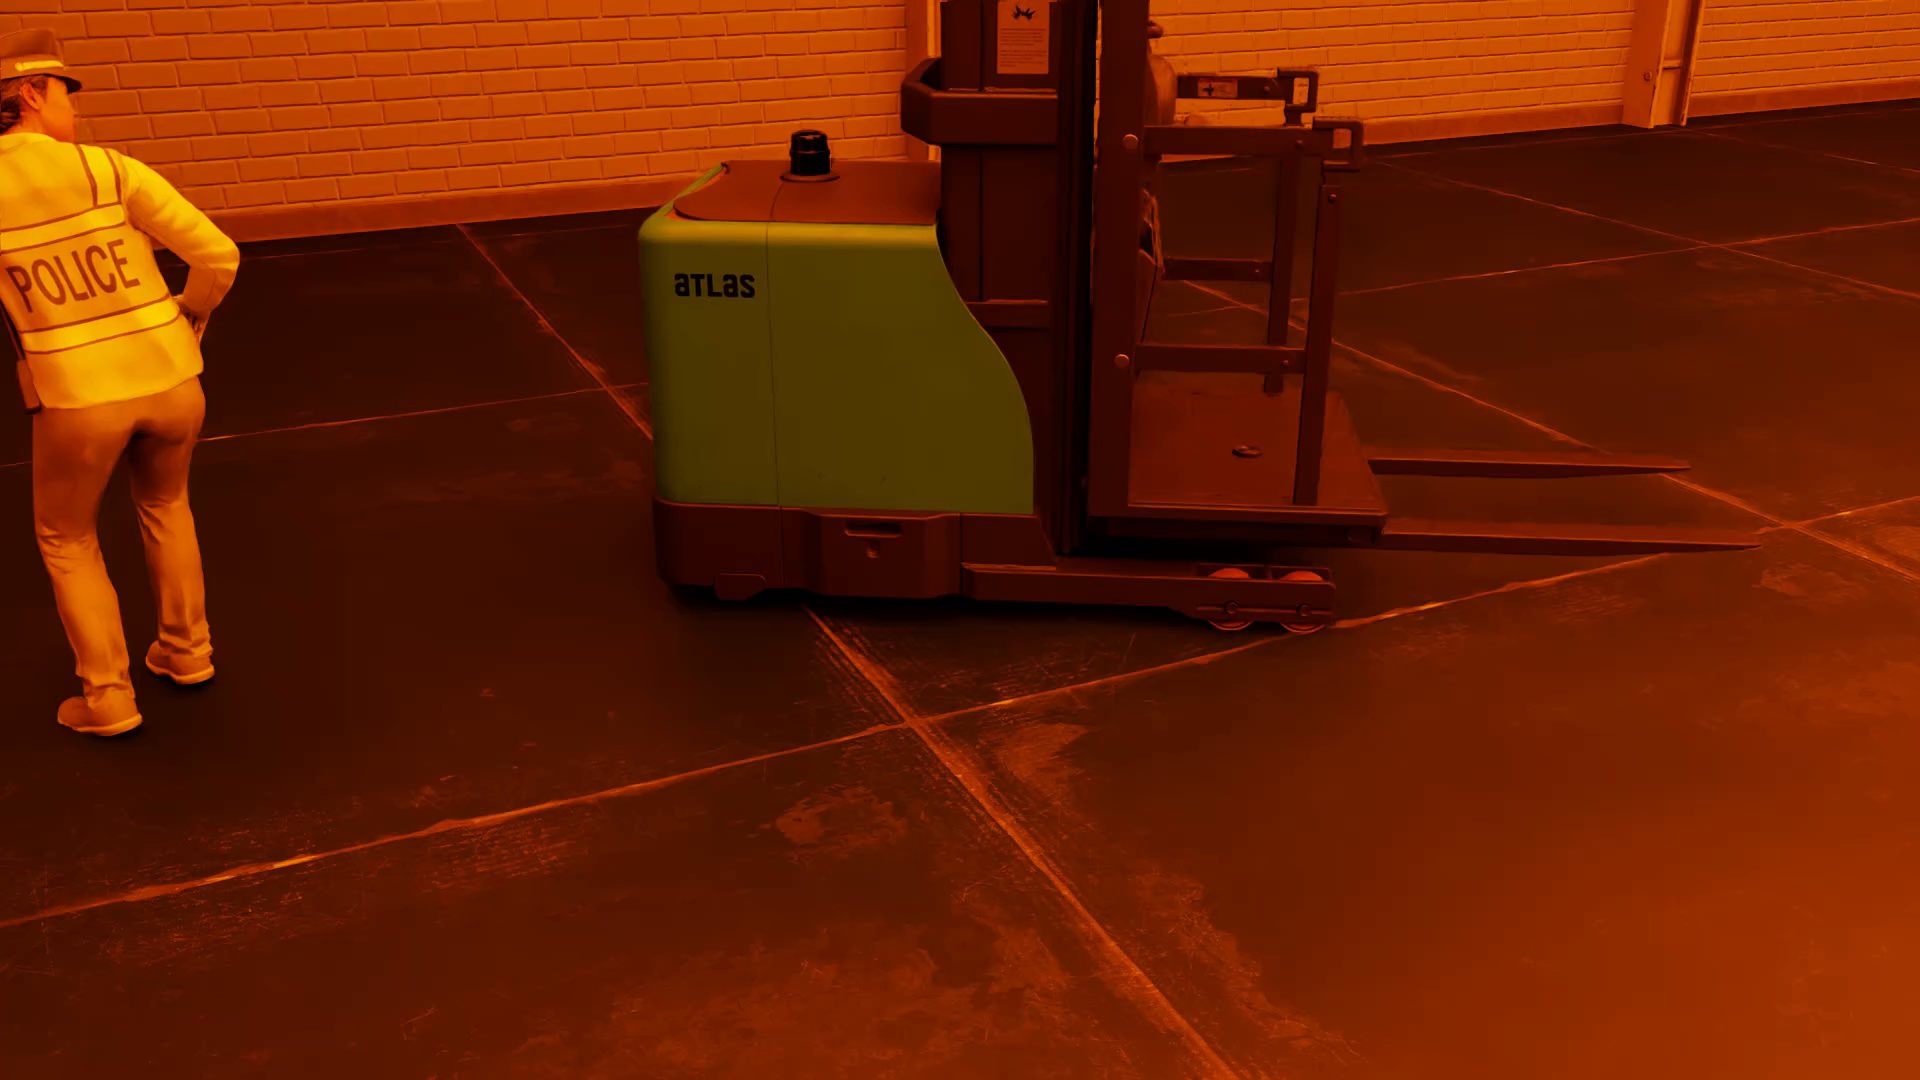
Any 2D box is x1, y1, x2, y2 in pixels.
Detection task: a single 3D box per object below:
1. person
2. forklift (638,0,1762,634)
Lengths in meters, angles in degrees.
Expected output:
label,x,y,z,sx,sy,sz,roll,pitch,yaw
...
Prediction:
label,x,y,z,sx,sy,sz,roll,pitch,yaw
person,-2.041,-0.346,3.882,0.732,1.632,0.561,-15,27,-32
forklift,0.692,-1.314,4.448,3.031,2.935,1.130,2,23,5
